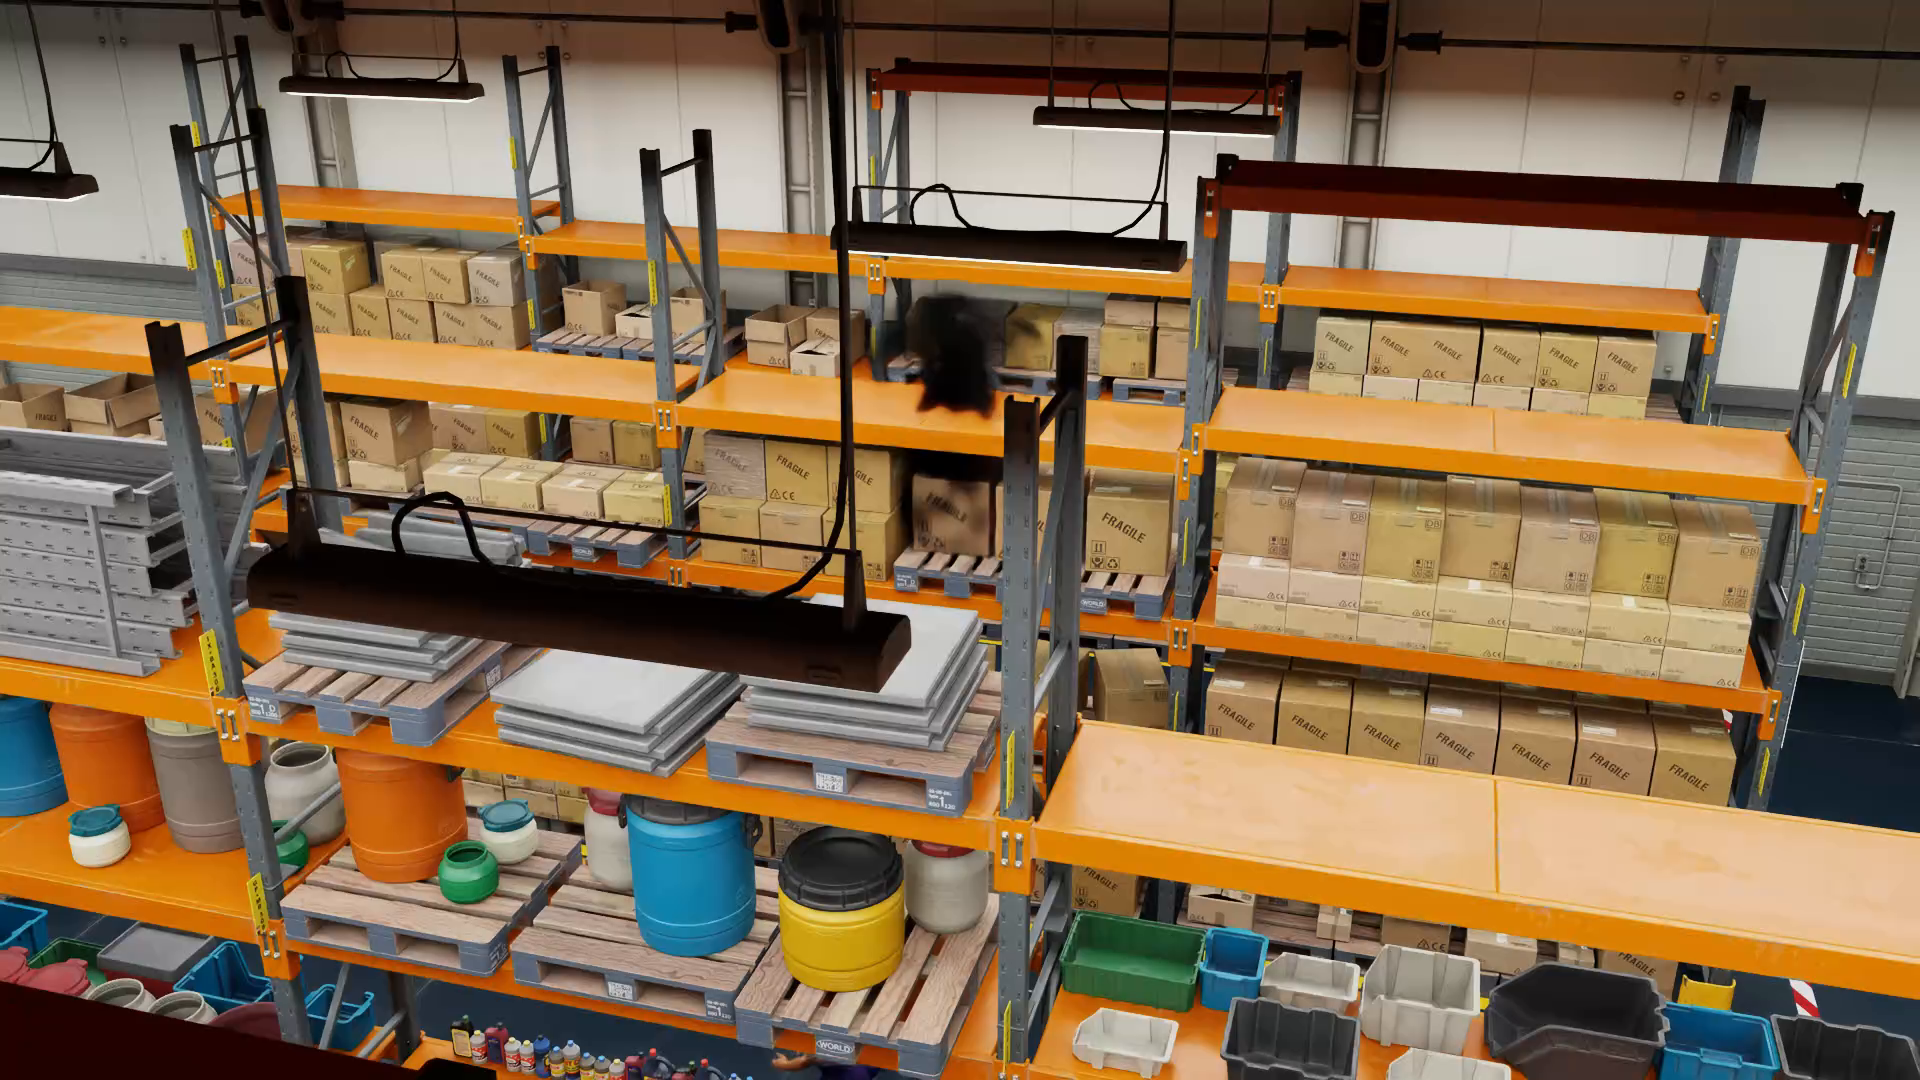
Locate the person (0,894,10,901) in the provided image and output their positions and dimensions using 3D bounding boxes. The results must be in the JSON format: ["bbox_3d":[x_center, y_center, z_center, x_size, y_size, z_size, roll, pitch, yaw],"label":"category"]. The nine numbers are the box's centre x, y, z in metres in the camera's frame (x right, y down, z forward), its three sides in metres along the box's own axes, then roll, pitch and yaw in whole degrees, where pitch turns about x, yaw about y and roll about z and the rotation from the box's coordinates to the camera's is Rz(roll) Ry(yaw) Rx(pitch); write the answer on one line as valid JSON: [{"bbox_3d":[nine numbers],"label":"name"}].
[{"bbox_3d":[-8.208,2.212,13.467,0.770,1.588,0.638,-17,28,-36],"label":"person"}]

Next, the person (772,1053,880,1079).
[{"bbox_3d":[-0.762,3.371,10.545,0.806,1.596,0.585,11,25,24],"label":"person"}]

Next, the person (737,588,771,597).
[{"bbox_3d":[-2.114,0.585,17.173,0.809,1.778,0.748,1,23,2],"label":"person"}]
